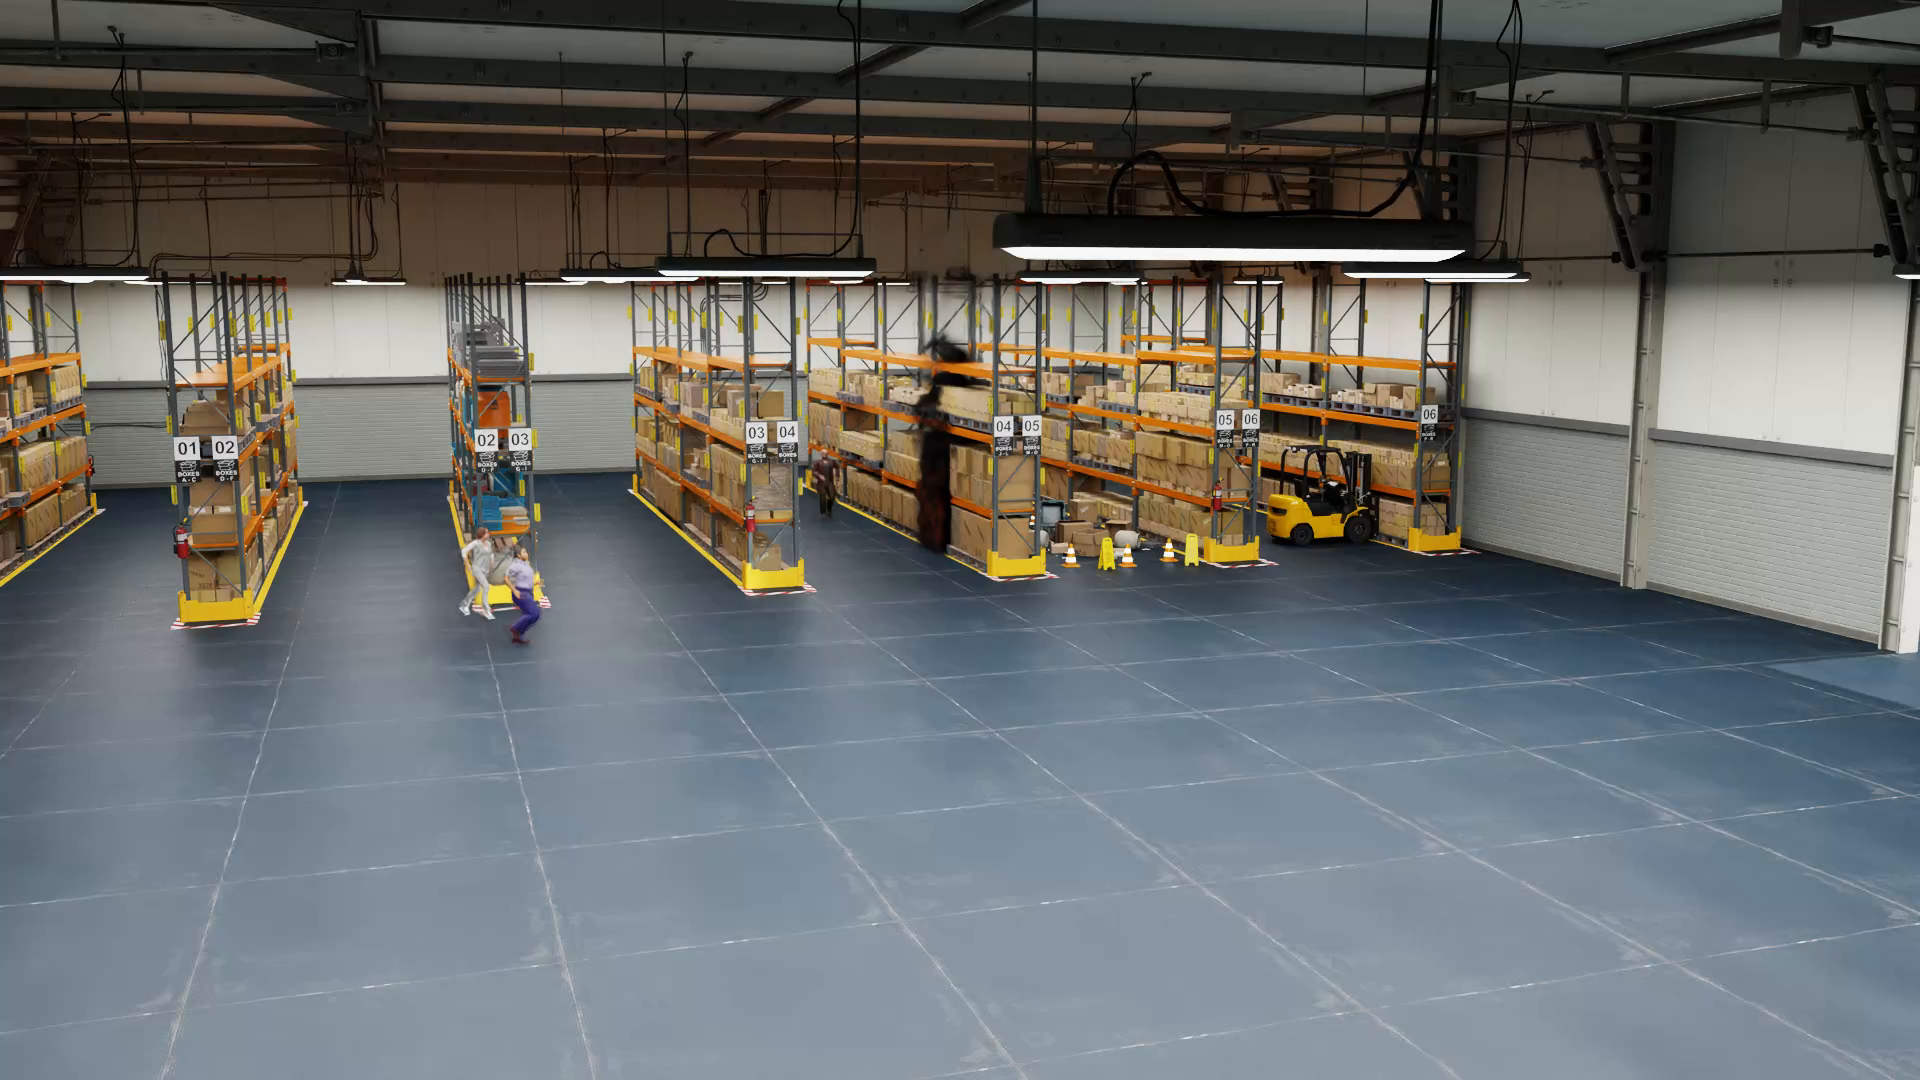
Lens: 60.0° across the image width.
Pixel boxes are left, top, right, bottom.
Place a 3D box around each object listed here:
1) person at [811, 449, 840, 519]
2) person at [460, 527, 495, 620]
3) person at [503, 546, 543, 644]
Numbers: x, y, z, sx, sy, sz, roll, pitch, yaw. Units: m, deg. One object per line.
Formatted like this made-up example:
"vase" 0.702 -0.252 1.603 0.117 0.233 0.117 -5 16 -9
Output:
"person" -3.323 -1.386 41.427 0.747 1.756 0.679 -3 9 -16
"person" -8.392 0.574 29.135 0.796 1.558 0.564 4 9 23
"person" -7.000 0.909 26.823 0.559 1.568 0.593 0 9 3
